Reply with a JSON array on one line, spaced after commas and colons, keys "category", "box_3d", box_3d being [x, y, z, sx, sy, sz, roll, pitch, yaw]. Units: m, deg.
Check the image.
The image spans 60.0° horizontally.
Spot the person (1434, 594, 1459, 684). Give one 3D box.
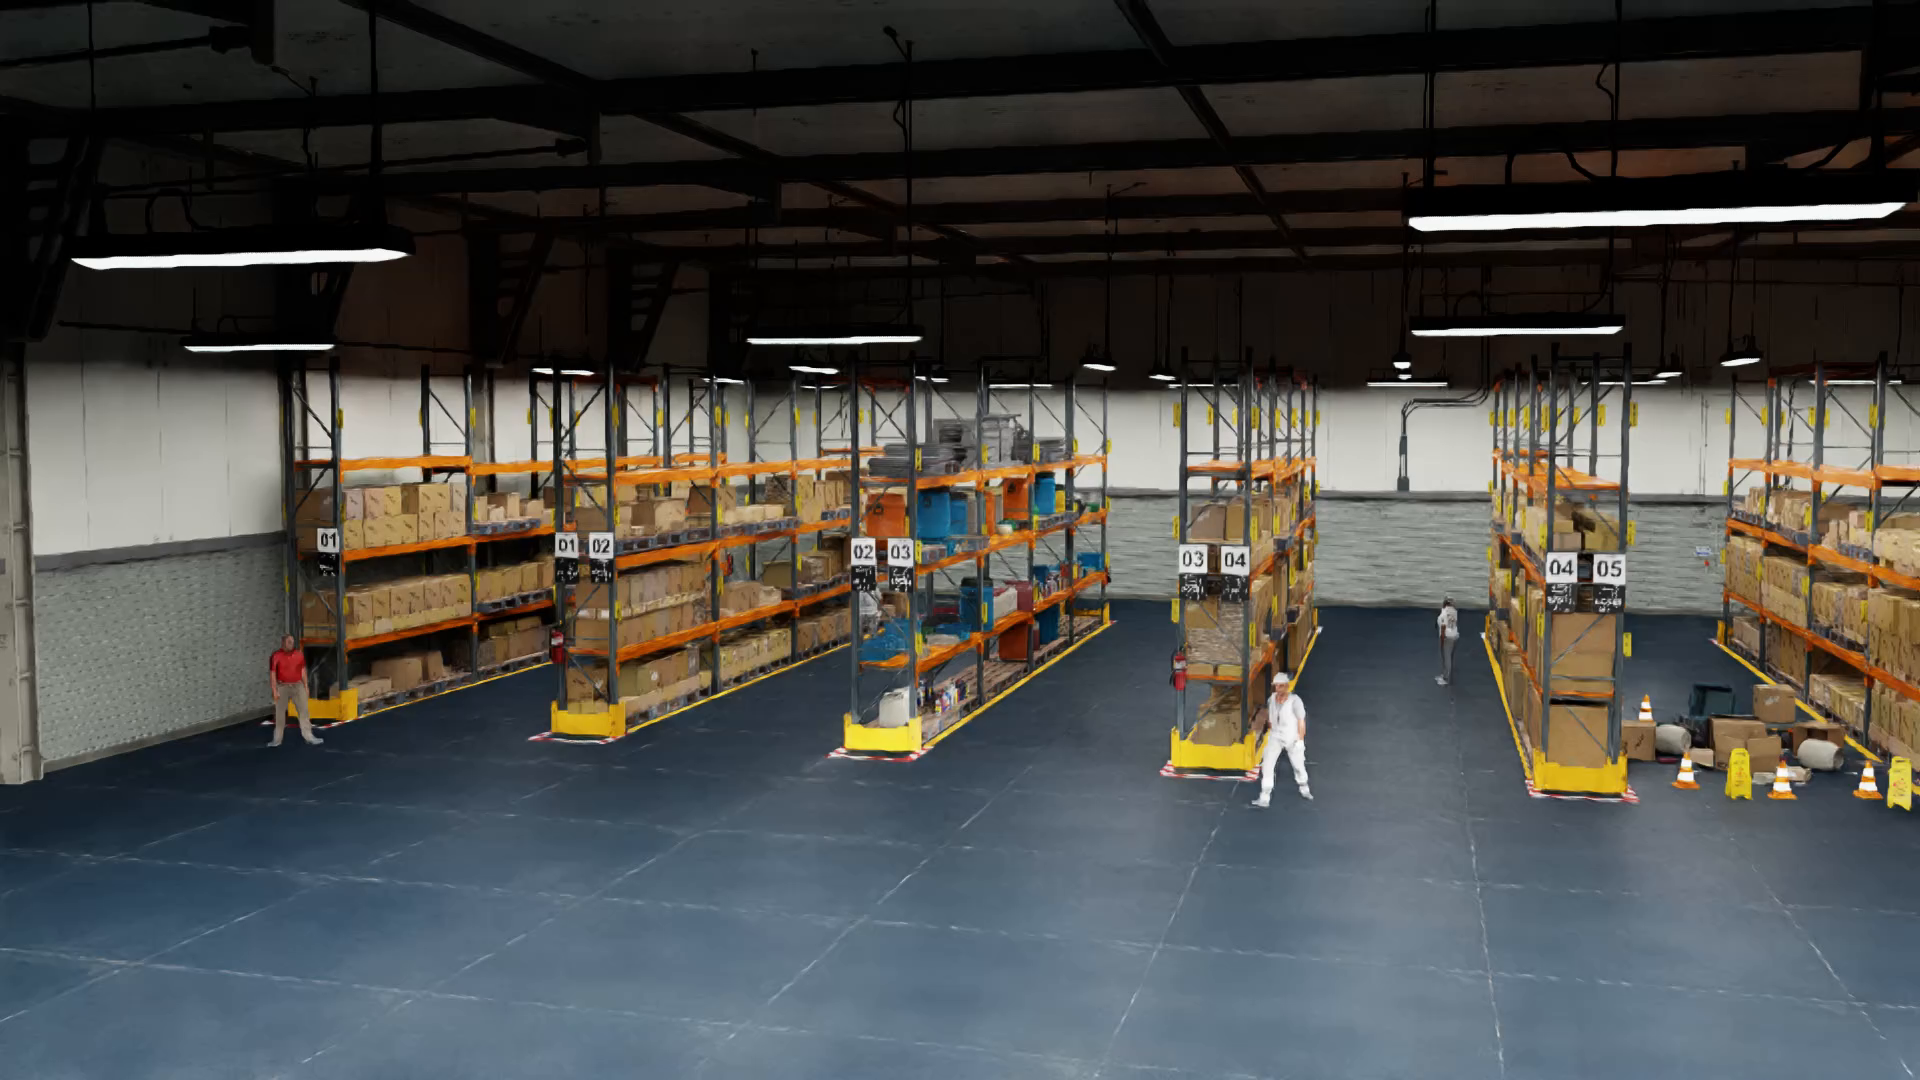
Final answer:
[{"category": "person", "box_3d": [9.137, 1.859, 31.294, 0.497, 1.677, 0.467, -4, 6, -44]}]

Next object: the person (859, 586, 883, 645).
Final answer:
[{"category": "person", "box_3d": [-1.967, 1.569, 35.078, 0.702, 1.732, 0.549, 1, 4, 14]}]

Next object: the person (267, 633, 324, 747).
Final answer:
[{"category": "person", "box_3d": [-10.168, 2.272, 25.320, 0.747, 1.720, 0.550, -4, 6, -42]}]

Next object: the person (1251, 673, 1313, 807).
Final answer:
[{"category": "person", "box_3d": [4.193, 2.567, 21.499, 0.596, 1.740, 0.987, 3, 5, 37]}]
